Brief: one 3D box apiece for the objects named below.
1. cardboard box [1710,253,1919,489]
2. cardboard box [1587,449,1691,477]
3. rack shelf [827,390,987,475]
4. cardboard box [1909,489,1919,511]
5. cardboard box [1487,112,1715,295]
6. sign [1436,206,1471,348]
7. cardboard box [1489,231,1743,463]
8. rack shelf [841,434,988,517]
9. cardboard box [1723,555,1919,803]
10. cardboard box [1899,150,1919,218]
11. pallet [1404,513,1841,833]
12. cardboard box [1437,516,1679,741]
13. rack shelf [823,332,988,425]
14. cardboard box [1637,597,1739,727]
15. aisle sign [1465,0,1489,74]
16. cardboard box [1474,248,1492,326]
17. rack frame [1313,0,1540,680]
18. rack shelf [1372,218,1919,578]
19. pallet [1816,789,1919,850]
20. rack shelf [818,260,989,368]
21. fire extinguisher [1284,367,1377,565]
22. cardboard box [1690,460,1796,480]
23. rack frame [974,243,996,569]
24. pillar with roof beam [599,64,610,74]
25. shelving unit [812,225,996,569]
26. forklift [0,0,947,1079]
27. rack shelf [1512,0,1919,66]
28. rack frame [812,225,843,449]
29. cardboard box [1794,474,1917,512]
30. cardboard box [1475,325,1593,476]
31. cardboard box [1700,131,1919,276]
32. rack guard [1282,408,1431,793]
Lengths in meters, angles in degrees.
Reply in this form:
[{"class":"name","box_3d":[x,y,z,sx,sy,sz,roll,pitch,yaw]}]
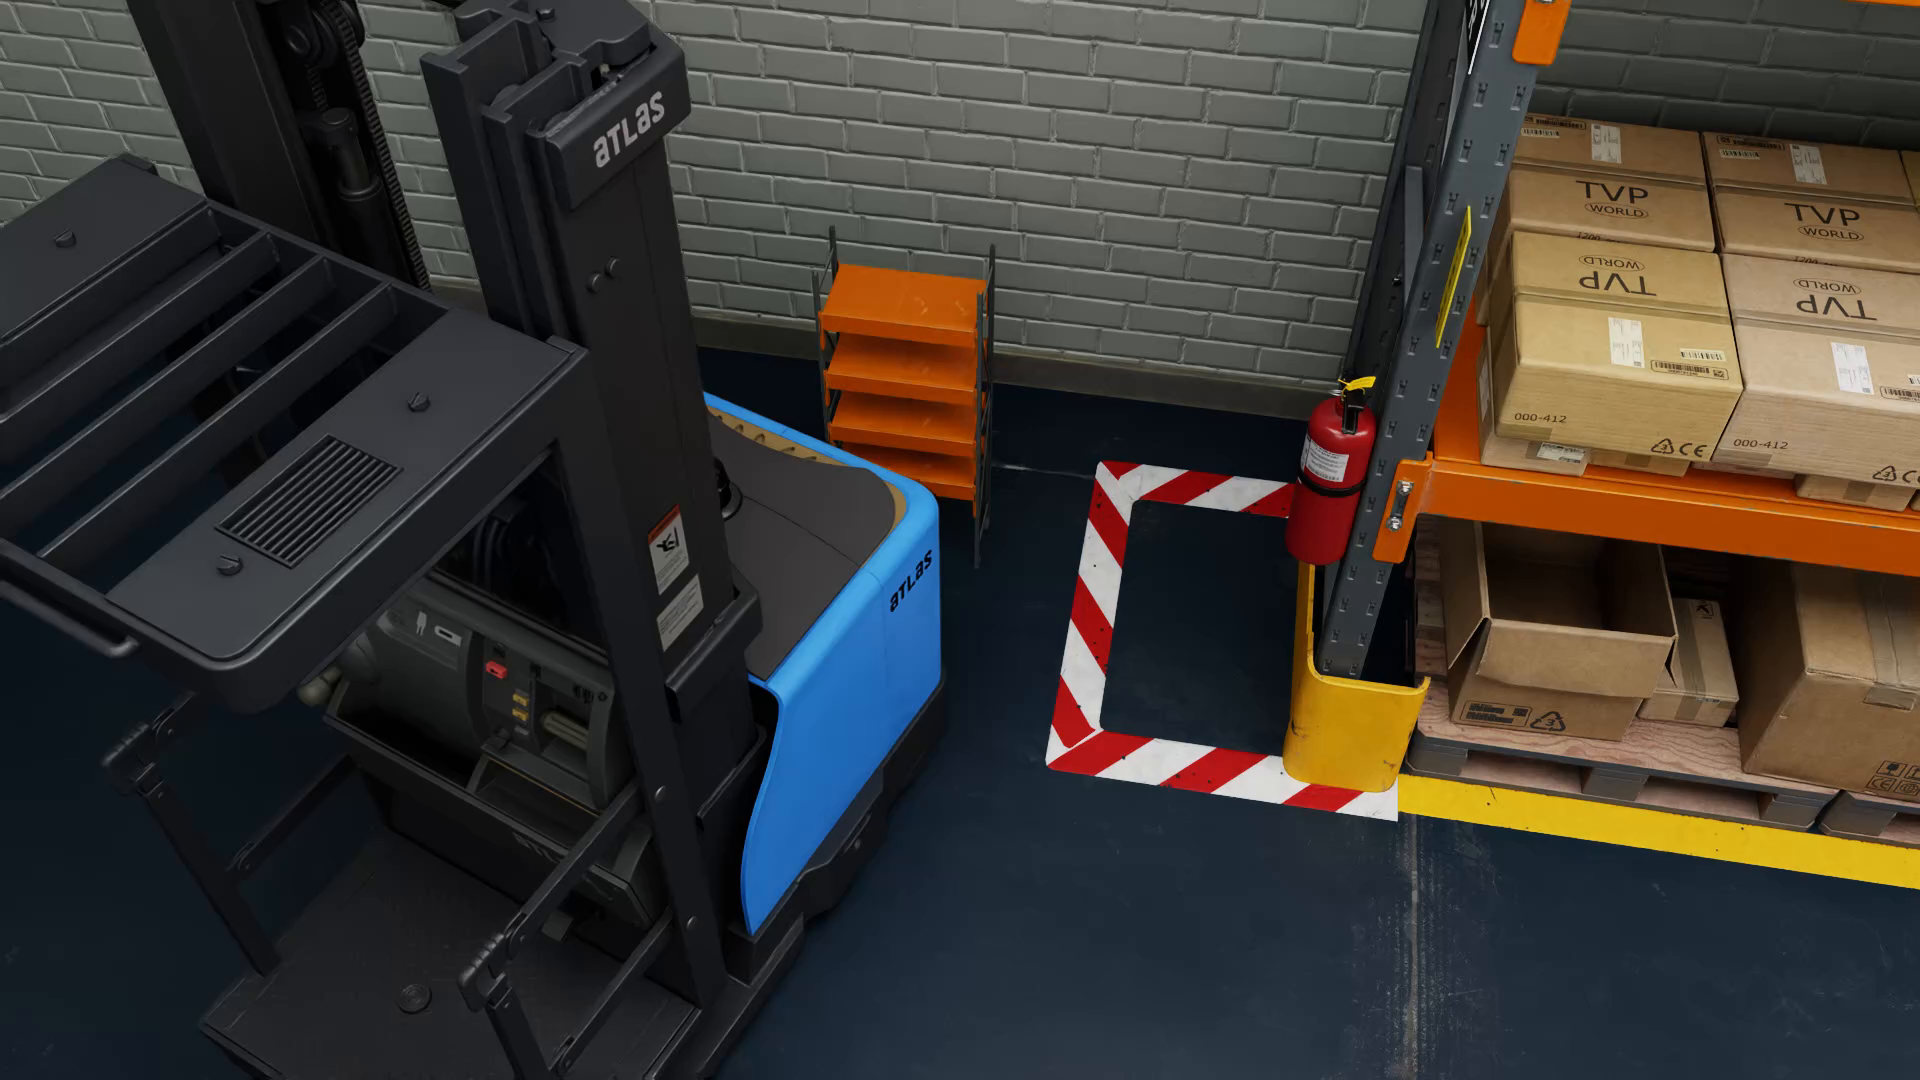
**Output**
[{"class":"cardboard box","box_3d":[2.079,-0.412,4.004,0.500,0.250,0.500,8,49,7]},{"class":"cardboard box","box_3d":[1.717,-0.358,4.224,0.250,0.149,0.380,9,49,8]},{"class":"rack shelf","box_3d":[-0.163,-0.378,5.373,0.480,0.148,0.258,8,49,7]},{"class":"cardboard box","box_3d":[2.482,-0.239,4.117,0.250,0.149,0.380,8,49,7]},{"class":"cardboard box","box_3d":[1.684,-0.869,4.415,0.500,0.250,0.500,9,49,8]},{"class":"sign","box_3d":[1.087,-0.578,3.671,0.005,0.325,0.100,8,49,7]},{"class":"cardboard box","box_3d":[1.582,-0.478,4.064,0.500,0.250,0.500,8,49,7]},{"class":"rack shelf","box_3d":[-0.163,-0.245,5.521,0.480,0.148,0.258,8,49,7]},{"class":"cardboard box","box_3d":[2.603,0.301,4.861,0.500,0.500,0.700,9,49,8]},{"class":"cardboard box","box_3d":[2.677,-0.731,4.291,0.500,0.250,0.500,9,49,8]},{"class":"pallet","box_3d":[2.043,0.361,5.284,1.213,0.211,1.003,8,49,7]},{"class":"cardboard box","box_3d":[1.769,0.158,4.987,0.637,0.503,0.797,6,48,5]},{"class":"rack shelf","box_3d":[-0.163,-0.527,5.207,0.480,0.148,0.258,8,49,7]},{"class":"cardboard box","box_3d":[2.180,0.361,5.043,0.250,0.149,0.380,6,48,5]},{"class":"aisle sign","box_3d":[1.064,-1.349,3.198,0.004,0.787,0.394,8,49,7]},{"class":"cardboard box","box_3d":[1.558,-0.755,4.581,0.250,0.149,0.380,7,48,6]},{"class":"rack frame","box_3d":[1.184,-0.686,4.350,0.127,3.000,1.000,8,49,7]},{"class":"rack shelf","box_3d":[3.152,-0.181,4.380,4.000,0.370,1.077,8,49,7]},{"class":"pallet","box_3d":[3.240,0.524,5.138,1.213,0.211,1.003,8,49,7]},{"class":"rack shelf","box_3d":[-0.163,-0.686,5.031,0.480,0.148,0.258,8,49,7]},{"class":"fire extinguisher","box_3d":[0.957,-0.217,4.231,0.183,0.674,0.296,8,49,7]},{"class":"cardboard box","box_3d":[1.982,-0.349,4.216,0.250,0.149,0.380,7,48,6]},{"class":"rack frame","box_3d":[0.077,-0.391,5.294,0.015,1.200,0.240,8,49,7]},{"class":"pillar with roof beam","box_3d":[-2.075,-0.557,0.200,0.400,9.000,9.100,8,49,7]},{"class":"shelving unit","box_3d":[-0.163,-0.423,5.323,0.503,1.200,0.258,8,49,7]},{"class":"forklift","box_3d":[-1.219,0.374,3.444,1.130,2.935,3.031,23,52,20]},{"class":"rack shelf","box_3d":[3.152,-1.184,3.264,4.000,0.370,1.077,8,49,7]},{"class":"rack frame","box_3d":[-0.403,-0.455,5.352,0.015,1.200,0.240,8,49,7]},{"class":"cardboard box","box_3d":[2.220,-0.270,4.145,0.250,0.149,0.380,9,49,8]},{"class":"cardboard box","box_3d":[1.459,-0.358,4.224,0.250,0.149,0.380,7,48,7]},{"class":"cardboard box","box_3d":[2.191,-0.800,4.353,0.500,0.250,0.500,8,49,7]},{"class":"rack guard","box_3d":[1.259,0.159,5.271,0.348,0.500,1.175,8,49,7]}]
